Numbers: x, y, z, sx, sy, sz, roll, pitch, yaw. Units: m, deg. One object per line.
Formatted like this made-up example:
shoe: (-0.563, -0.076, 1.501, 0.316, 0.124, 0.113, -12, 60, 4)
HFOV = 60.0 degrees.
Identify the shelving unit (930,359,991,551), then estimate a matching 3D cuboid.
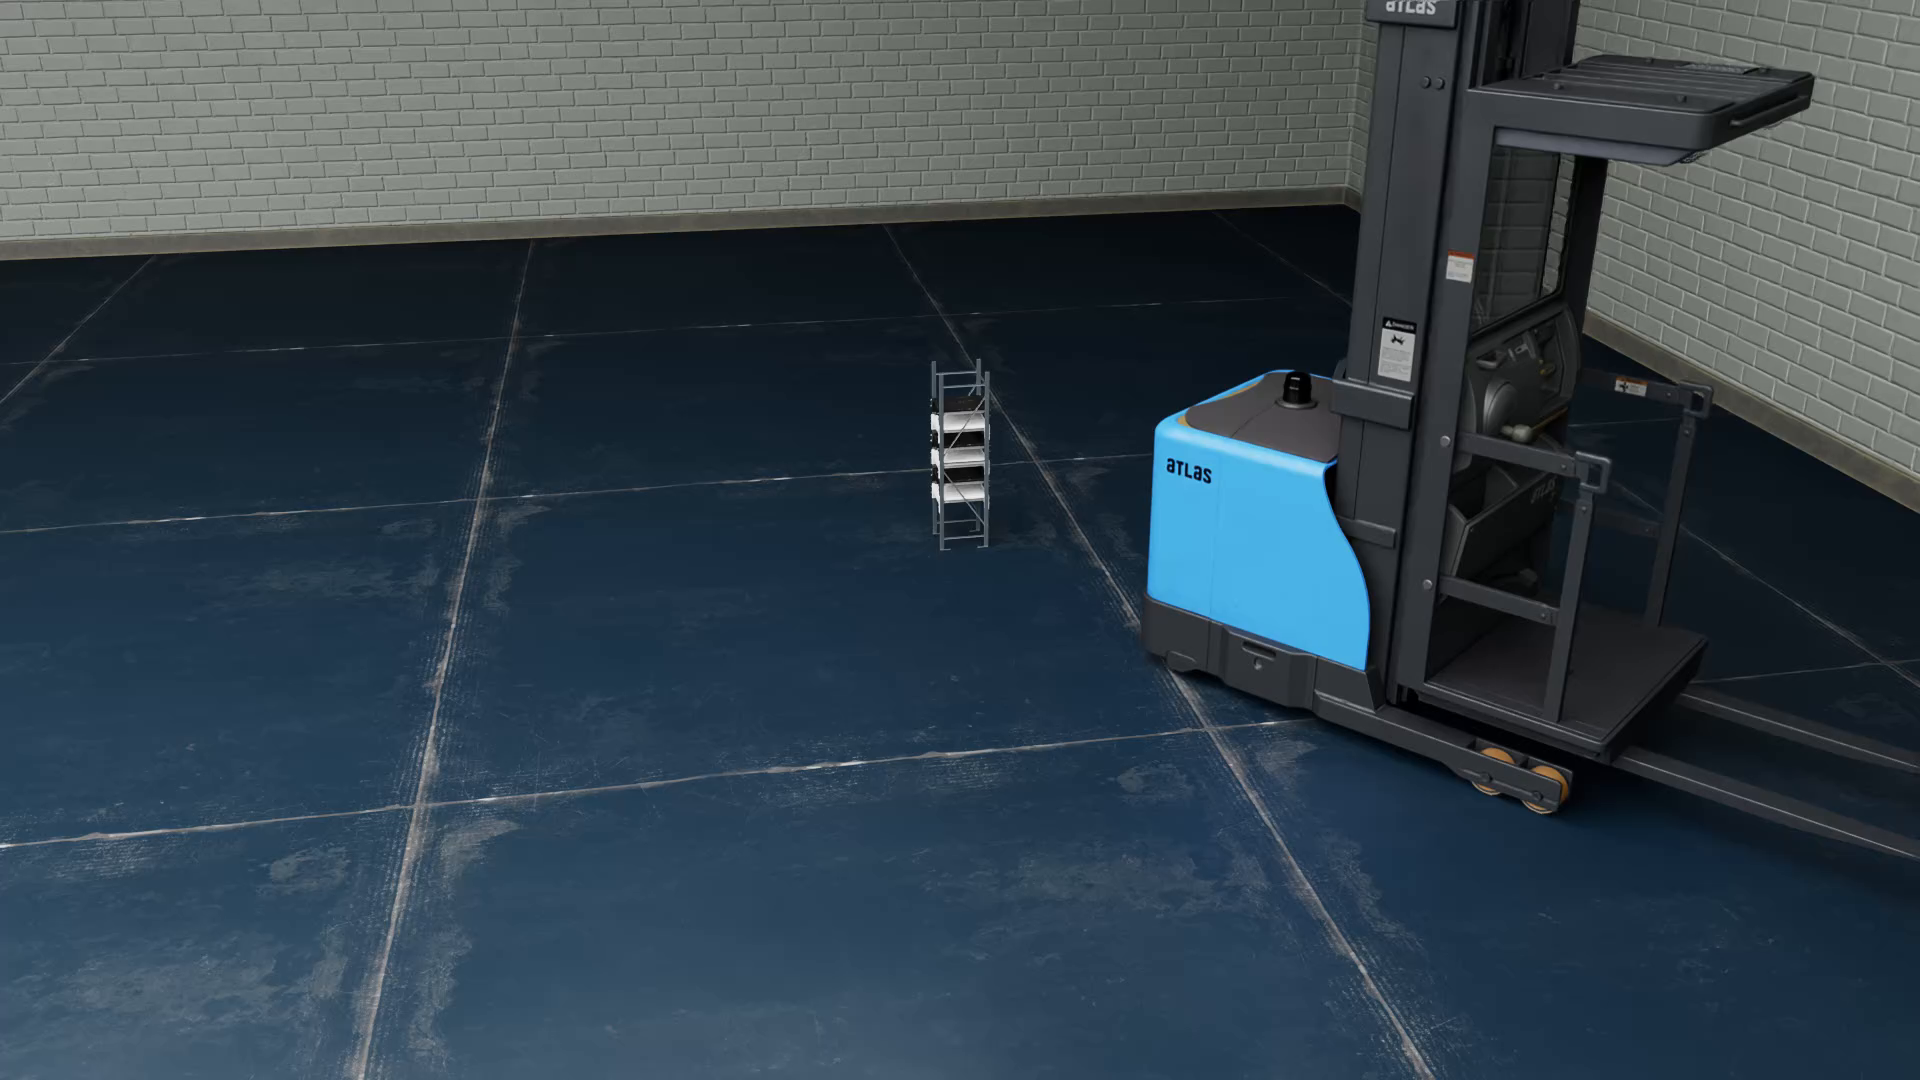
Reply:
shelving unit: (0.001, -0.409, 8.063, 0.258, 0.900, 0.210, -4, 24, -10)

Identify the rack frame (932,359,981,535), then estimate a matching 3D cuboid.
rack frame: (-0.017, -0.449, 8.154, 0.240, 0.900, 0.006, -4, 24, -10)

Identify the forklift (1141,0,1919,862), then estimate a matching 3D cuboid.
forklift: (2.215, -0.596, 5.952, 3.031, 2.935, 1.130, 19, 30, 37)

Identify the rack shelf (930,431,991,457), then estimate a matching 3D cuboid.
rack shelf: (0.001, -0.461, 8.040, 0.258, 0.077, 0.200, -4, 24, -10)

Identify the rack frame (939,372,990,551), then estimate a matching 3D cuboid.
rack frame: (0.020, -0.369, 7.971, 0.240, 0.900, 0.006, -4, 24, -10)

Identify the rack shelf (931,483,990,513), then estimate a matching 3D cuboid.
rack shelf: (0.001, -0.214, 8.148, 0.258, 0.077, 0.200, -4, 24, -10)

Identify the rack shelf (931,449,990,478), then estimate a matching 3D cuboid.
rack shelf: (0.001, -0.379, 8.076, 0.258, 0.077, 0.200, -4, 24, -10)

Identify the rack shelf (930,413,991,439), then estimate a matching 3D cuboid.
rack shelf: (0.001, -0.544, 8.004, 0.258, 0.077, 0.200, -4, 24, -10)

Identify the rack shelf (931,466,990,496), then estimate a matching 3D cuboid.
rack shelf: (0.001, -0.296, 8.112, 0.258, 0.077, 0.200, -4, 24, -10)

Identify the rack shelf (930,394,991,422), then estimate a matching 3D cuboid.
rack shelf: (0.001, -0.626, 7.968, 0.258, 0.077, 0.200, -4, 24, -10)
